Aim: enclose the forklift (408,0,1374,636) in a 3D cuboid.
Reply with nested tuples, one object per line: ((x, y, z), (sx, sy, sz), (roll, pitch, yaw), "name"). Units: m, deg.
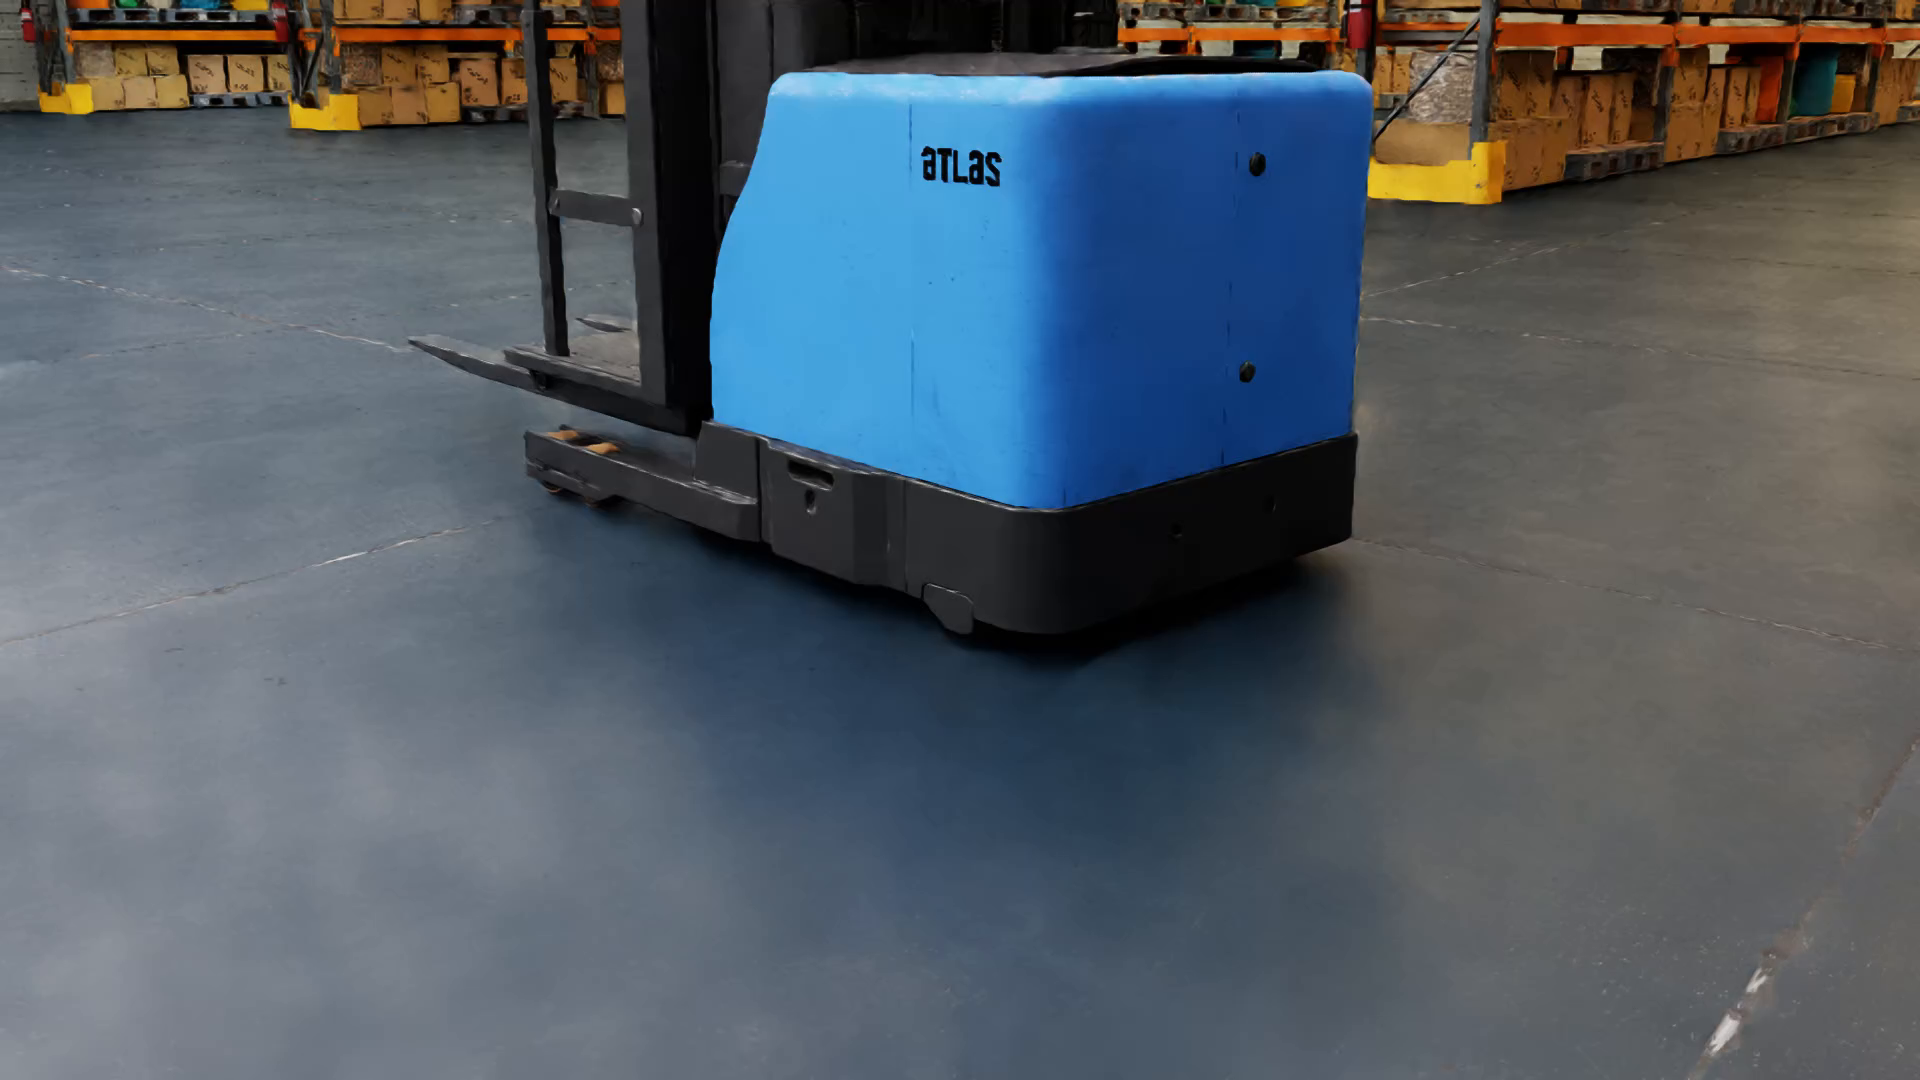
((-0.487, -1.571, 4.071), (1.130, 2.935, 3.031), (-15, 22, -40), "forklift")
